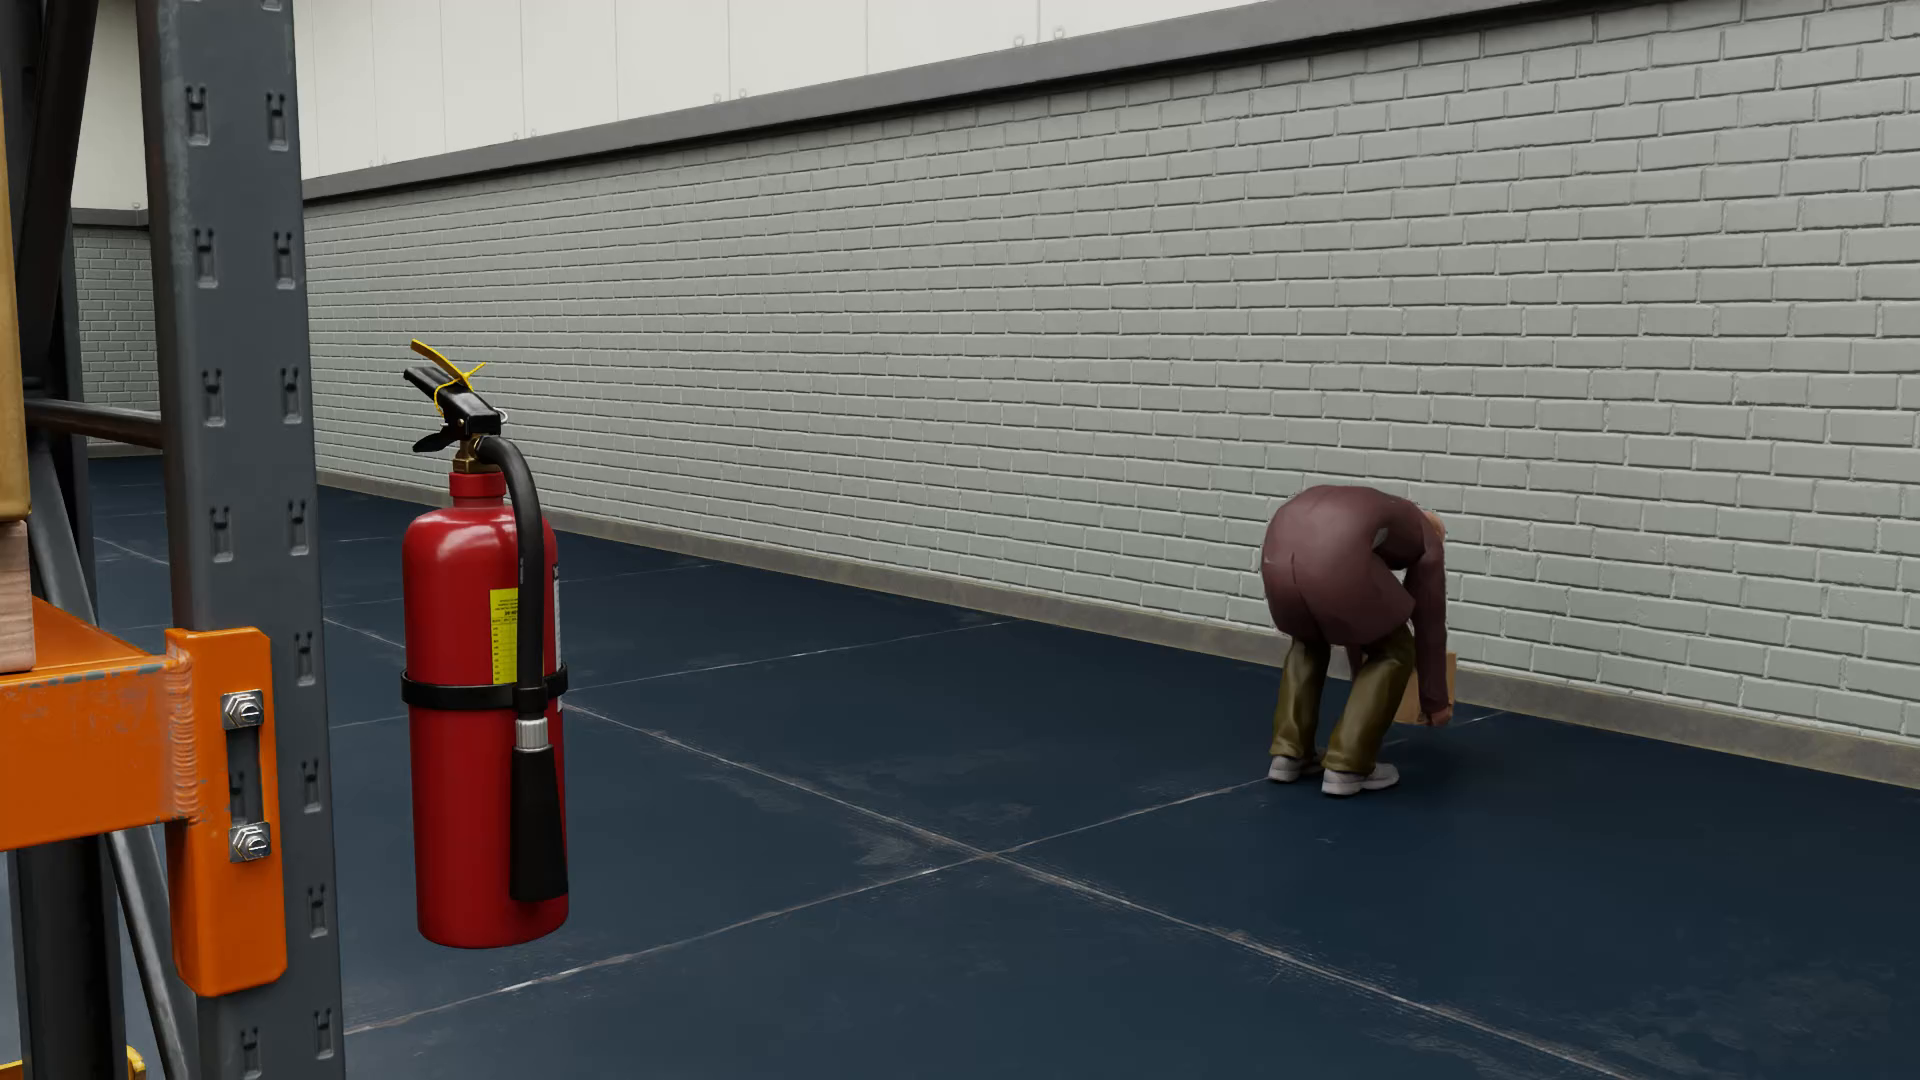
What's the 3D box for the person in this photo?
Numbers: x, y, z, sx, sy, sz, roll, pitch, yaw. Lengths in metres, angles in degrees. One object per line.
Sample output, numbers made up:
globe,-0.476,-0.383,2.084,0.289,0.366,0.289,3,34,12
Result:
person,1.476,0.322,6.069,0.949,1.078,0.581,-7,10,-43
